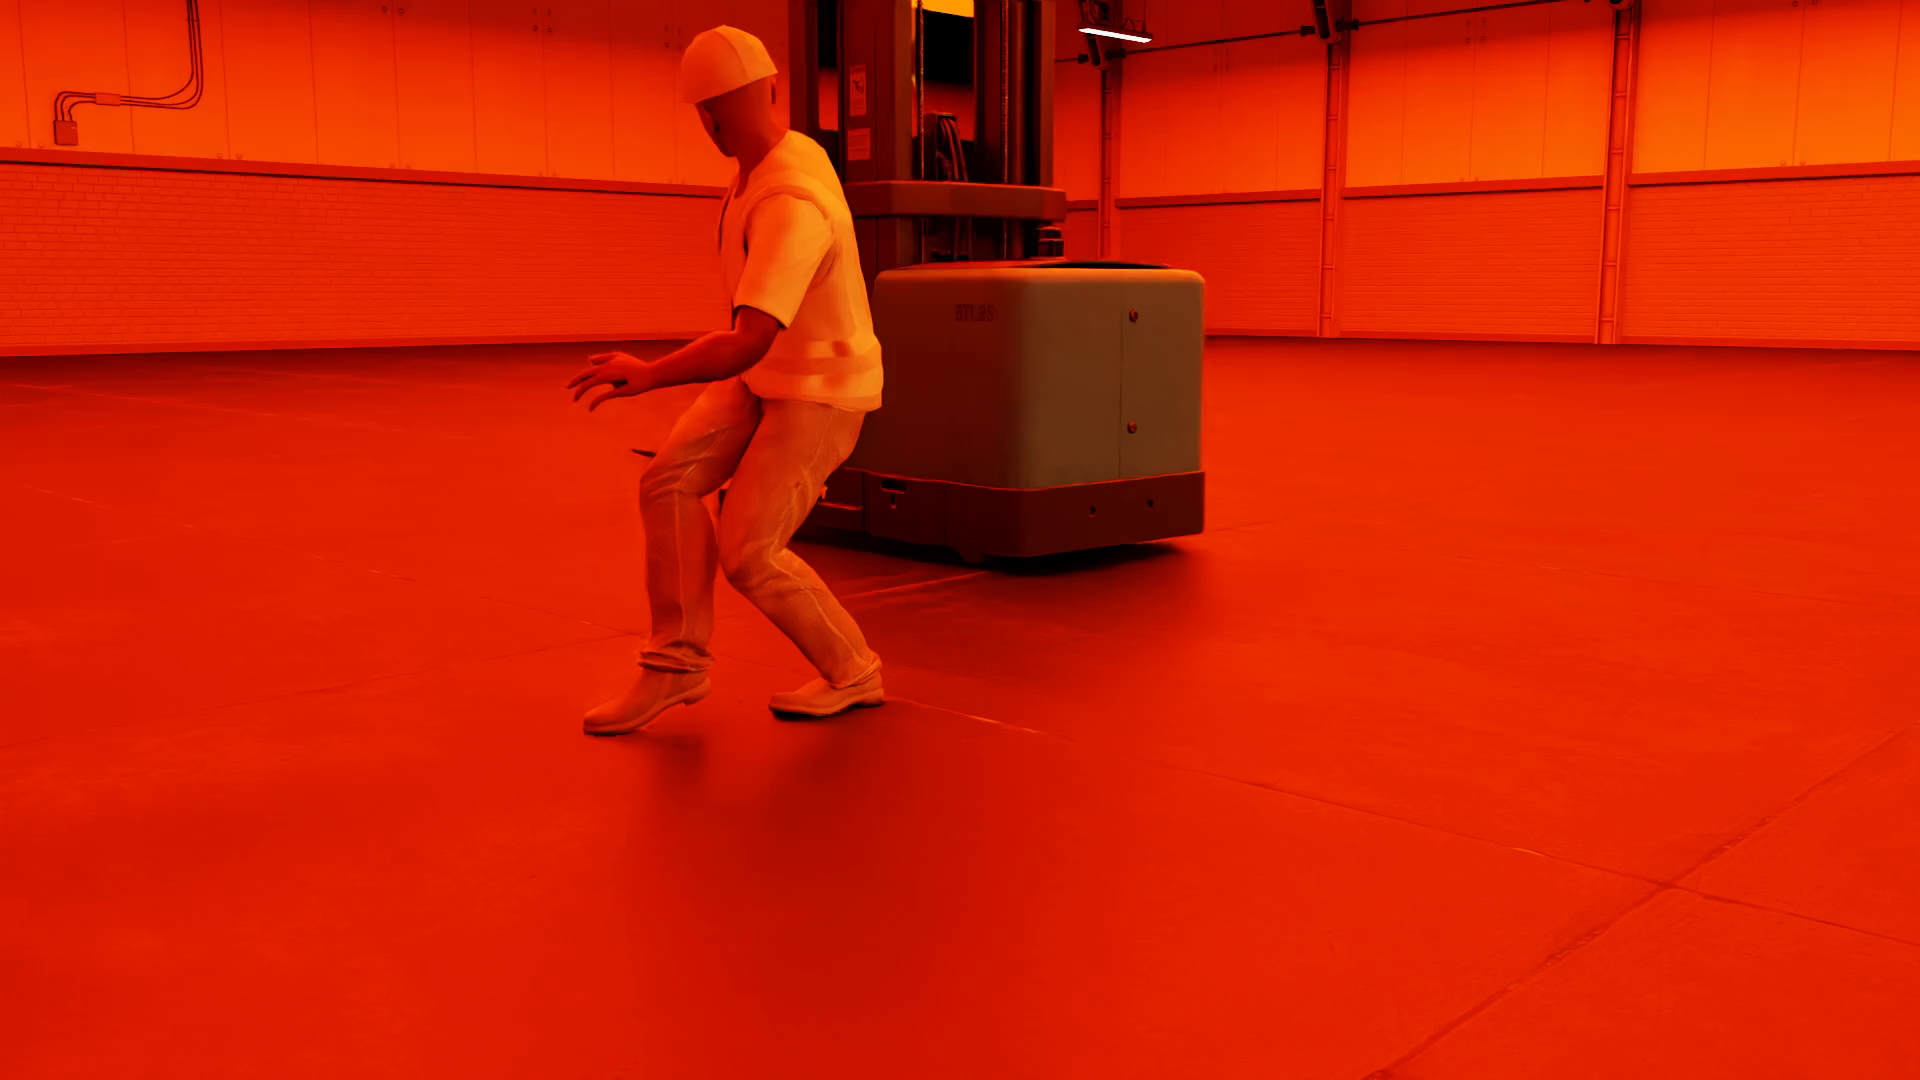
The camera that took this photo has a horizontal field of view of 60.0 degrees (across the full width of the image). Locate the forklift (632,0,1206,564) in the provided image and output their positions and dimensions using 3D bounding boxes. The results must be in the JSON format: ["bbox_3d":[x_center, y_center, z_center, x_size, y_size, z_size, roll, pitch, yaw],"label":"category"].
[{"bbox_3d":[-0.384,-1.533,7.052,1.130,2.935,3.031,-7,11,-40],"label":"forklift"}]

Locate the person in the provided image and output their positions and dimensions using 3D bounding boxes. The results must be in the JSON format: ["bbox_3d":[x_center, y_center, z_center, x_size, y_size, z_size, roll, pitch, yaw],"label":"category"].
[{"bbox_3d":[-0.558,-0.370,3.927,0.822,1.583,0.806,-5,10,-28],"label":"person"}]
